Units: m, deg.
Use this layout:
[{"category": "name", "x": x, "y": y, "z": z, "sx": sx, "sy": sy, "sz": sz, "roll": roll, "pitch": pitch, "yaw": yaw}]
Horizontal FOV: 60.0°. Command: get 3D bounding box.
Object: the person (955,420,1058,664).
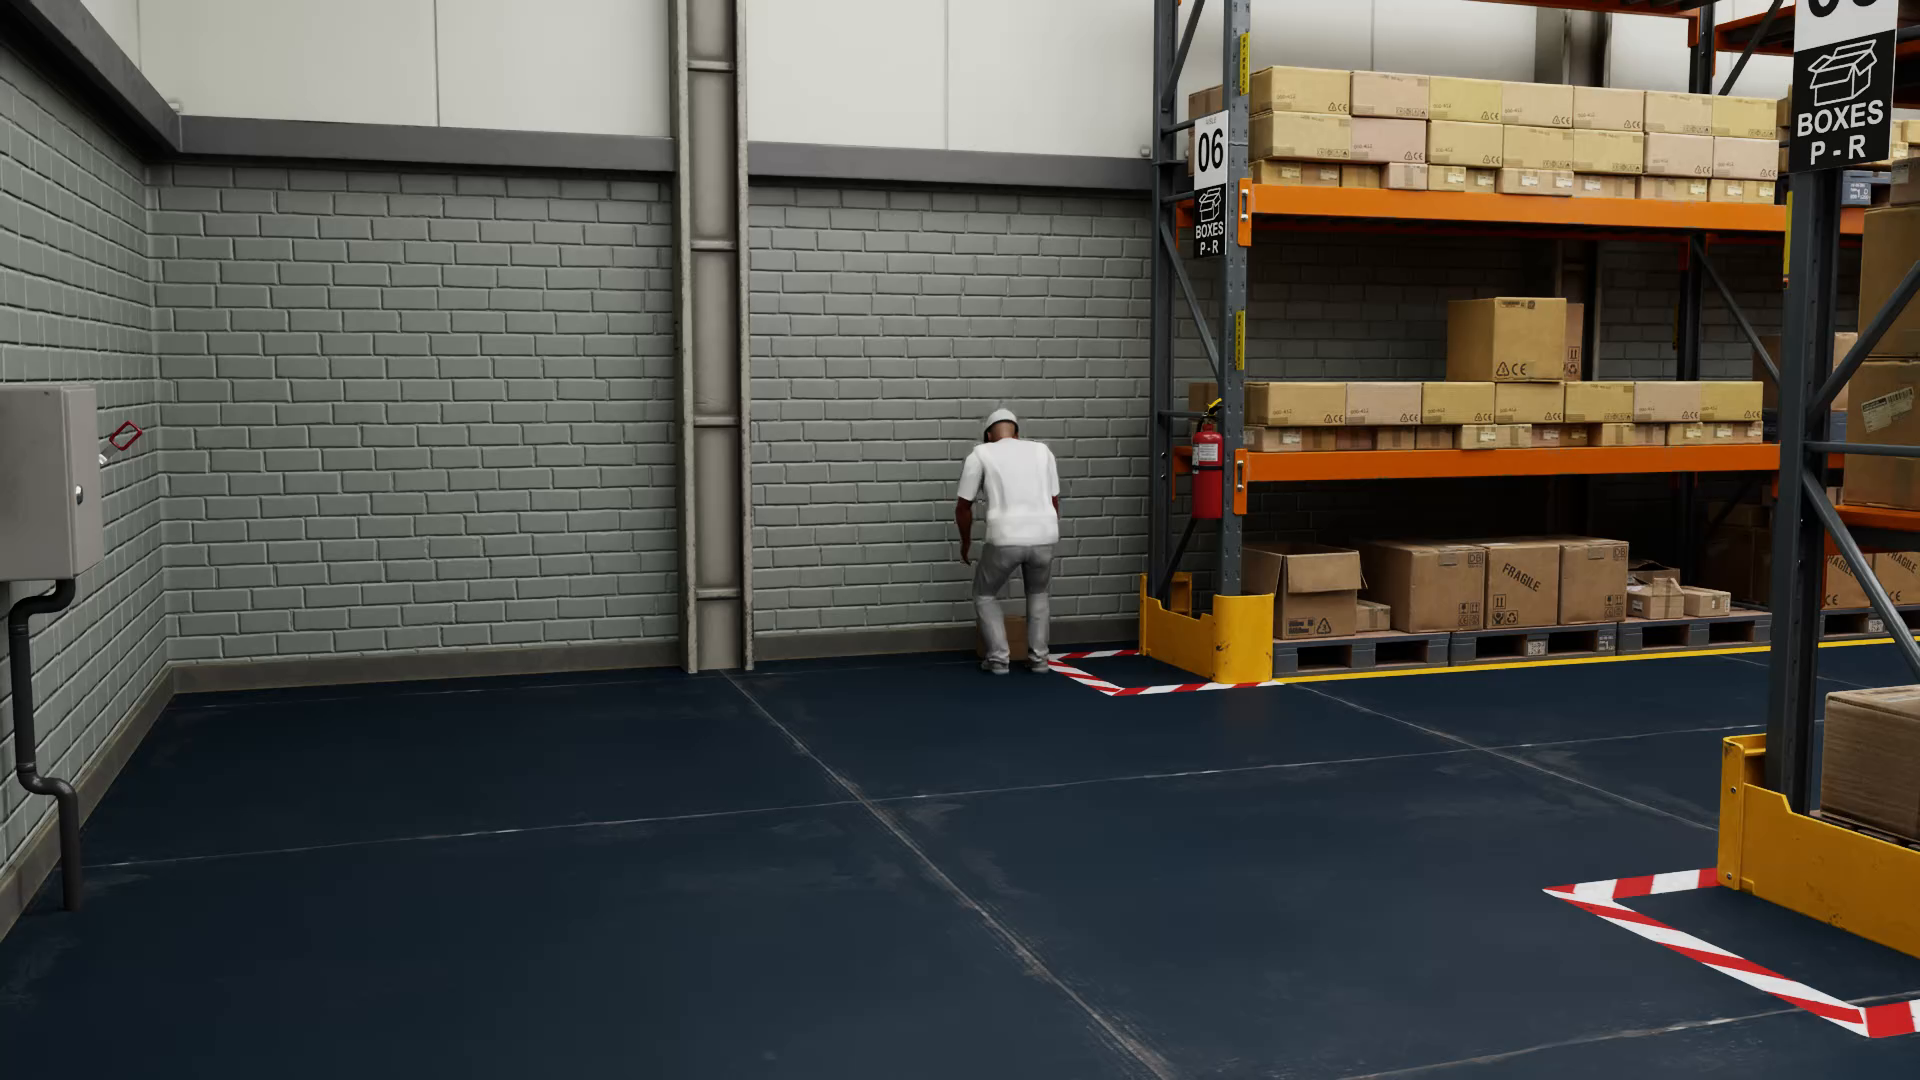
[{"category": "person", "x": 0.290, "y": -0.011, "z": 9.802, "sx": 0.624, "sy": 1.448, "sz": 0.608, "roll": -1, "pitch": 6, "yaw": -11}]
